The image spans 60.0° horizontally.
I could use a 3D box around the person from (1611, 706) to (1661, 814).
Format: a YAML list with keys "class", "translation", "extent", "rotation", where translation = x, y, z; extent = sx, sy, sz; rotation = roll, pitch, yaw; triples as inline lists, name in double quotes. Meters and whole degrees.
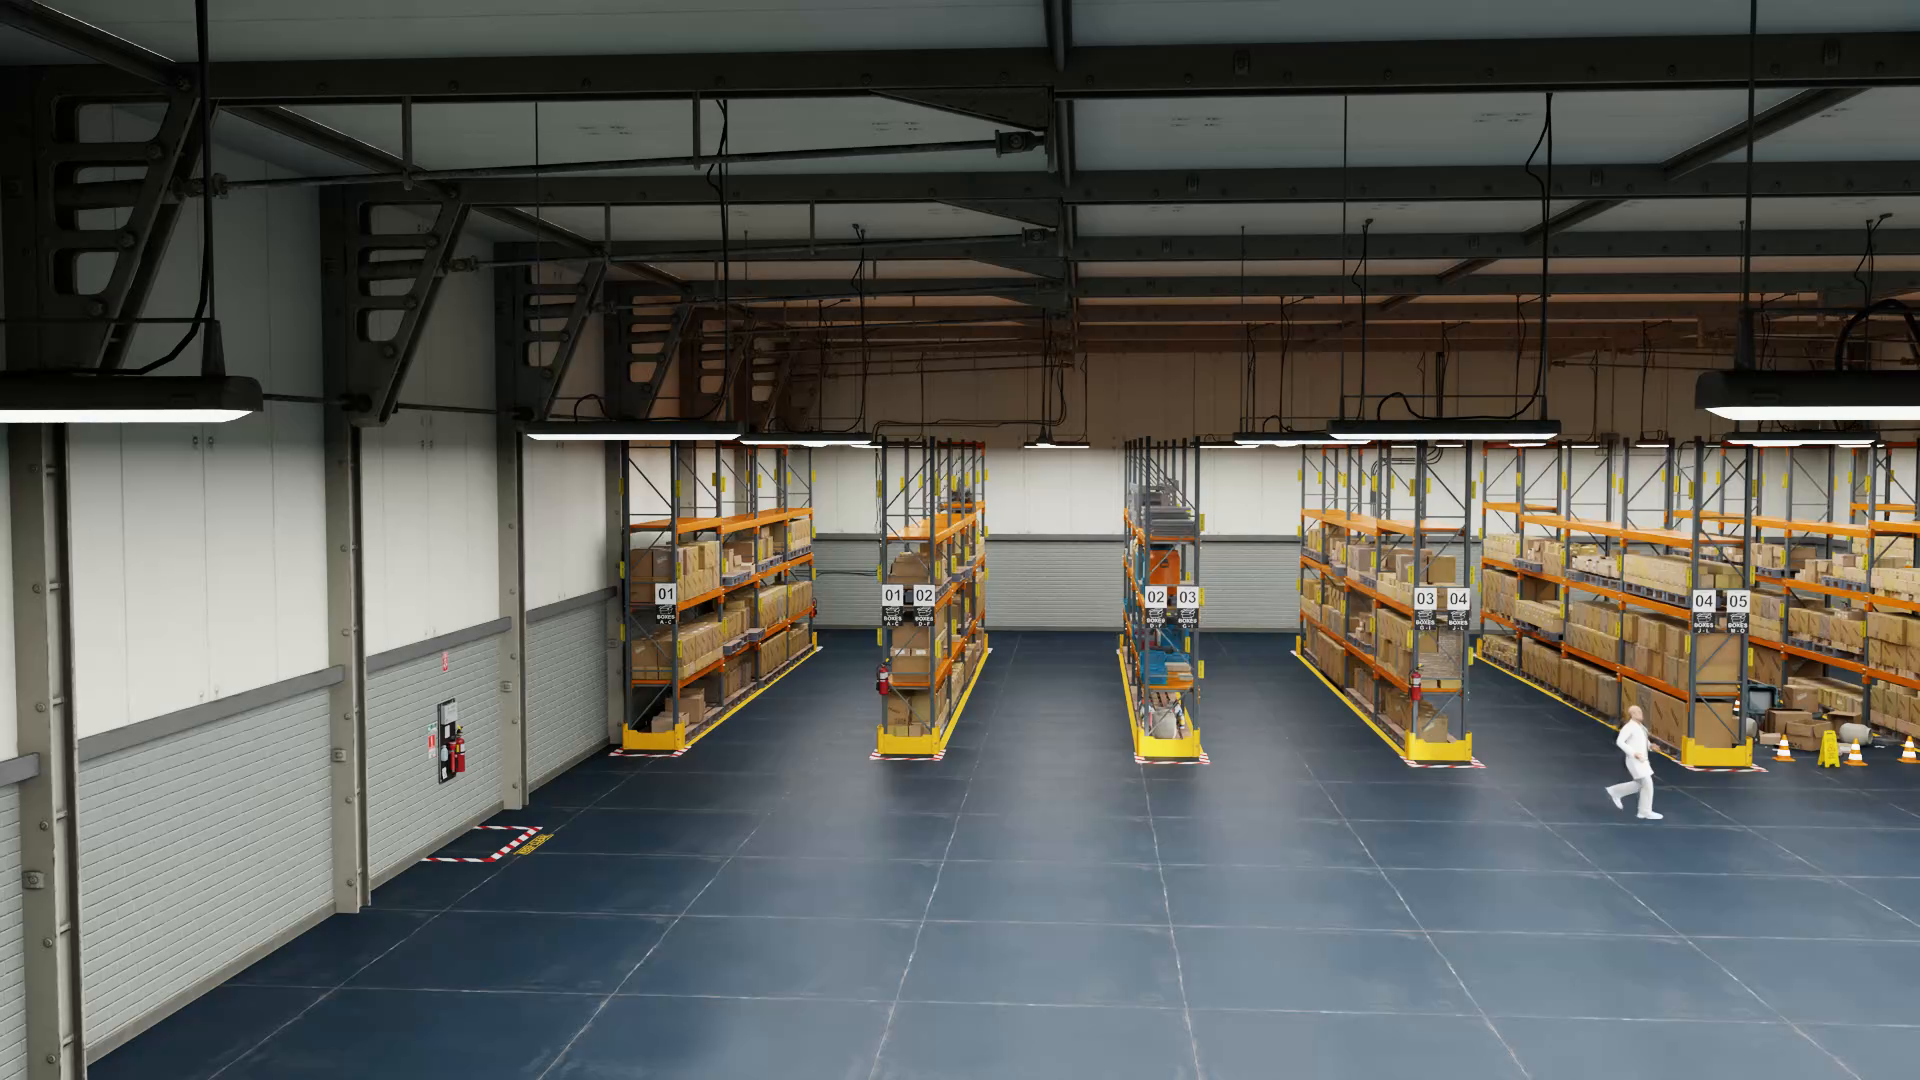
- class: "person"
  translation: [10.538, 3.420, 25.988]
  extent: [0.749, 1.667, 0.719]
  rotation: [3, 4, 39]
